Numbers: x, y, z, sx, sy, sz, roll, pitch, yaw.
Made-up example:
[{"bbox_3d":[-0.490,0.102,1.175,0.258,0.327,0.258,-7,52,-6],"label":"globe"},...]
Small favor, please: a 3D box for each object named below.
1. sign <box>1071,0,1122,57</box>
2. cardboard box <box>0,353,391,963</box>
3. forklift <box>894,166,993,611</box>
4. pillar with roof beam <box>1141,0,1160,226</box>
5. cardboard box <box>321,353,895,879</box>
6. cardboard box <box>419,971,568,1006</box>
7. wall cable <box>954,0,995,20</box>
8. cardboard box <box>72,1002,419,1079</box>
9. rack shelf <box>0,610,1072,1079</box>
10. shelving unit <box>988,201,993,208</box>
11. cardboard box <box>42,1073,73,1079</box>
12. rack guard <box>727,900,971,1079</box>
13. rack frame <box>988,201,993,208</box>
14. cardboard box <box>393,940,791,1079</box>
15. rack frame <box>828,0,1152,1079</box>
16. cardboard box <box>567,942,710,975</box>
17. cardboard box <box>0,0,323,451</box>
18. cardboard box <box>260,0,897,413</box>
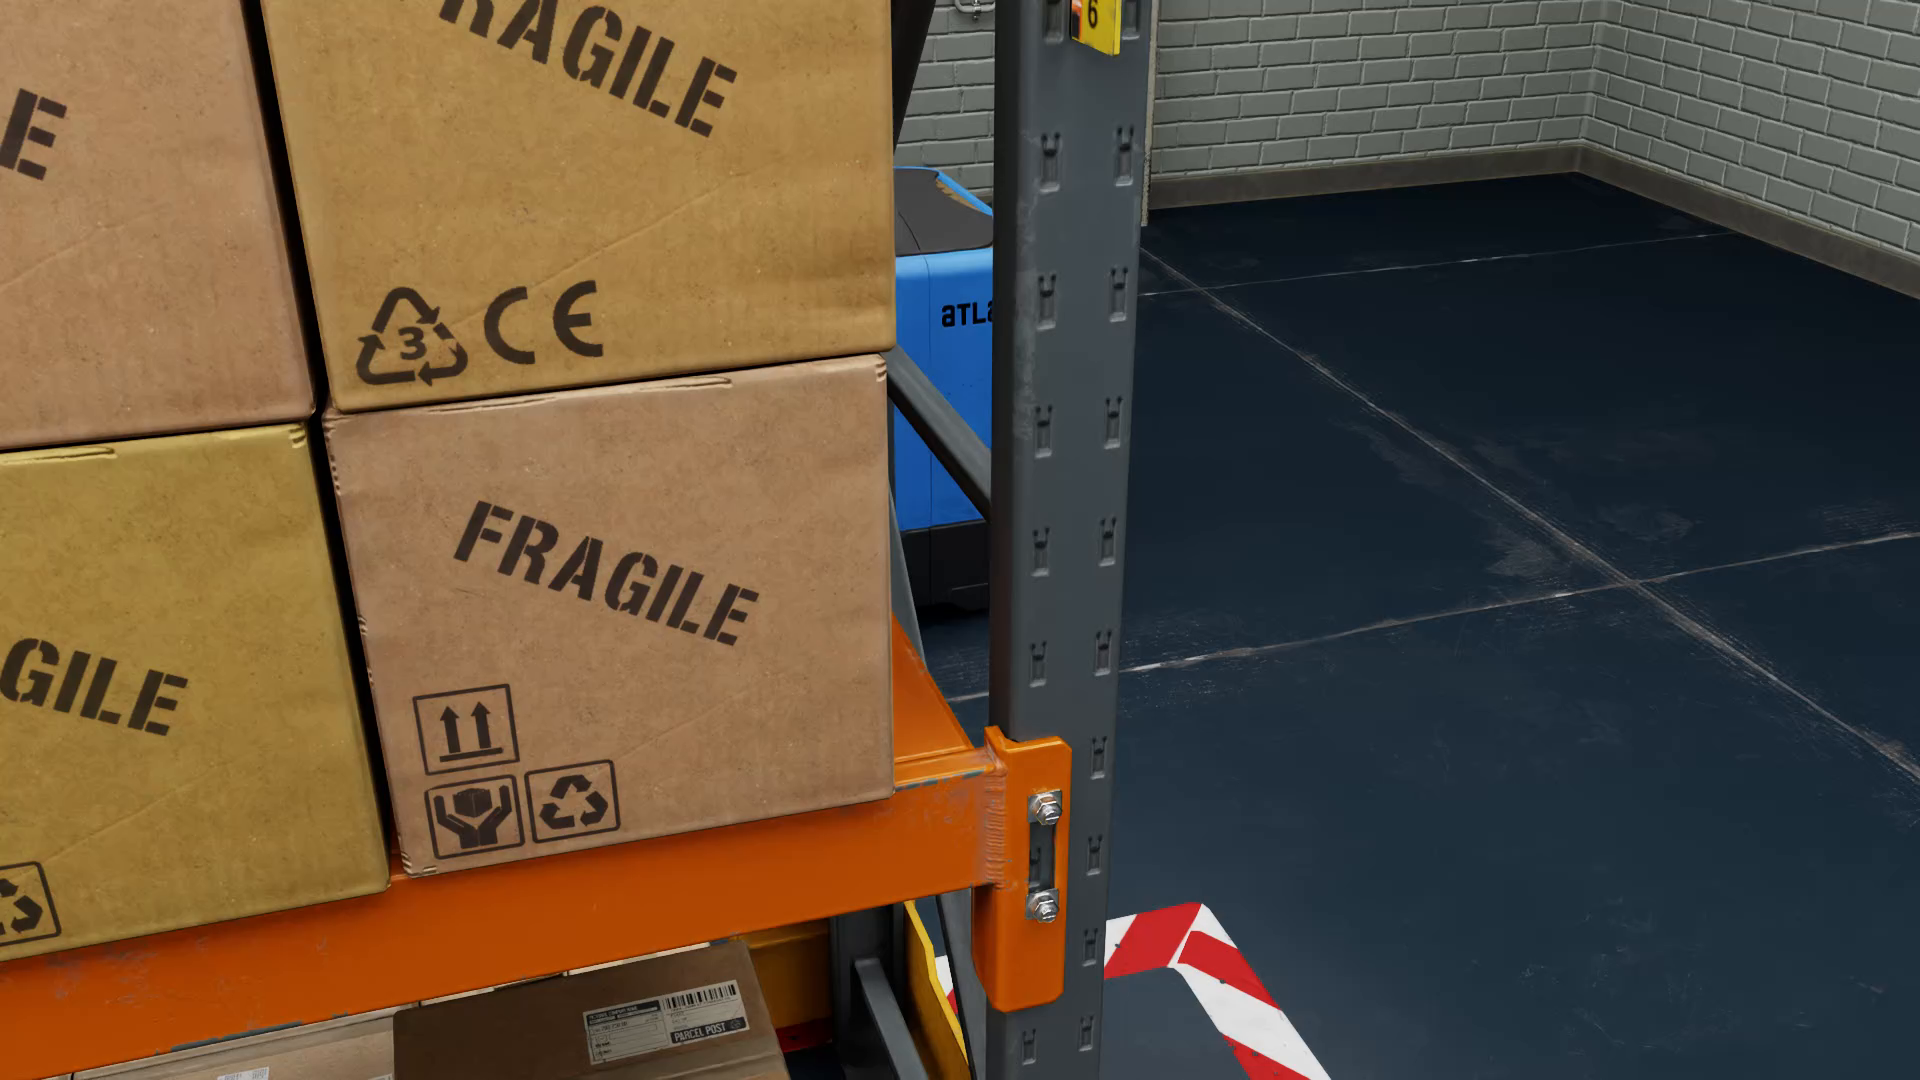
[{"bbox_3d":[0.117,-0.576,1.380,0.005,0.325,0.100,-8,28,-16],"label":"sign"},{"bbox_3d":[-0.869,0.051,1.661,0.500,0.500,0.500,-8,28,-16],"label":"cardboard box"},{"bbox_3d":[-1.328,-1.120,4.210,3.031,2.935,1.130,-9,28,-17],"label":"forklift"},{"bbox_3d":[2.059,-3.852,2.889,0.400,9.000,9.100,-8,28,-16],"label":"pillar with roof beam"},{"bbox_3d":[-0.377,-0.022,1.808,0.500,0.500,0.500,-7,27,-15],"label":"cardboard box"},{"bbox_3d":[-0.778,0.865,2.826,0.250,0.166,0.380,-8,28,-16],"label":"cardboard box"},{"bbox_3d":[-0.648,-3.279,7.339,1.851,1.984,0.084,-8,28,-16],"label":"wall cable"},{"bbox_3d":[-1.116,0.905,2.652,0.500,0.250,0.500,-8,28,-16],"label":"cardboard box"},{"bbox_3d":[-1.937,0.444,1.791,4.000,0.370,1.077,-8,28,-16],"label":"rack shelf"},{"bbox_3d":[0.234,-0.506,5.088,0.252,1.050,0.215,-9,28,-17],"label":"shelving unit"},{"bbox_3d":[-1.591,0.973,2.513,0.500,0.250,0.500,-8,28,-16],"label":"cardboard box"},{"bbox_3d":[-0.108,0.976,2.721,0.348,0.500,1.175,-8,28,-16],"label":"rack guard"},{"bbox_3d":[0.119,-0.488,5.052,0.008,1.050,0.200,-9,28,-17],"label":"rack frame"},{"bbox_3d":[-0.476,0.948,2.284,0.500,0.500,0.500,-8,28,-16],"label":"cardboard box"},{"bbox_3d":[-0.036,-0.154,2.186,0.127,3.000,1.000,-8,28,-16],"label":"rack frame"},{"bbox_3d":[-0.540,0.839,2.899,0.250,0.149,0.380,-8,28,-16],"label":"cardboard box"},{"bbox_3d":[-0.854,-0.399,1.443,0.500,0.500,0.500,-7,27,-15],"label":"cardboard box"},{"bbox_3d":[-0.374,-0.469,1.584,0.500,0.500,0.500,-8,28,-17],"label":"cardboard box"}]
